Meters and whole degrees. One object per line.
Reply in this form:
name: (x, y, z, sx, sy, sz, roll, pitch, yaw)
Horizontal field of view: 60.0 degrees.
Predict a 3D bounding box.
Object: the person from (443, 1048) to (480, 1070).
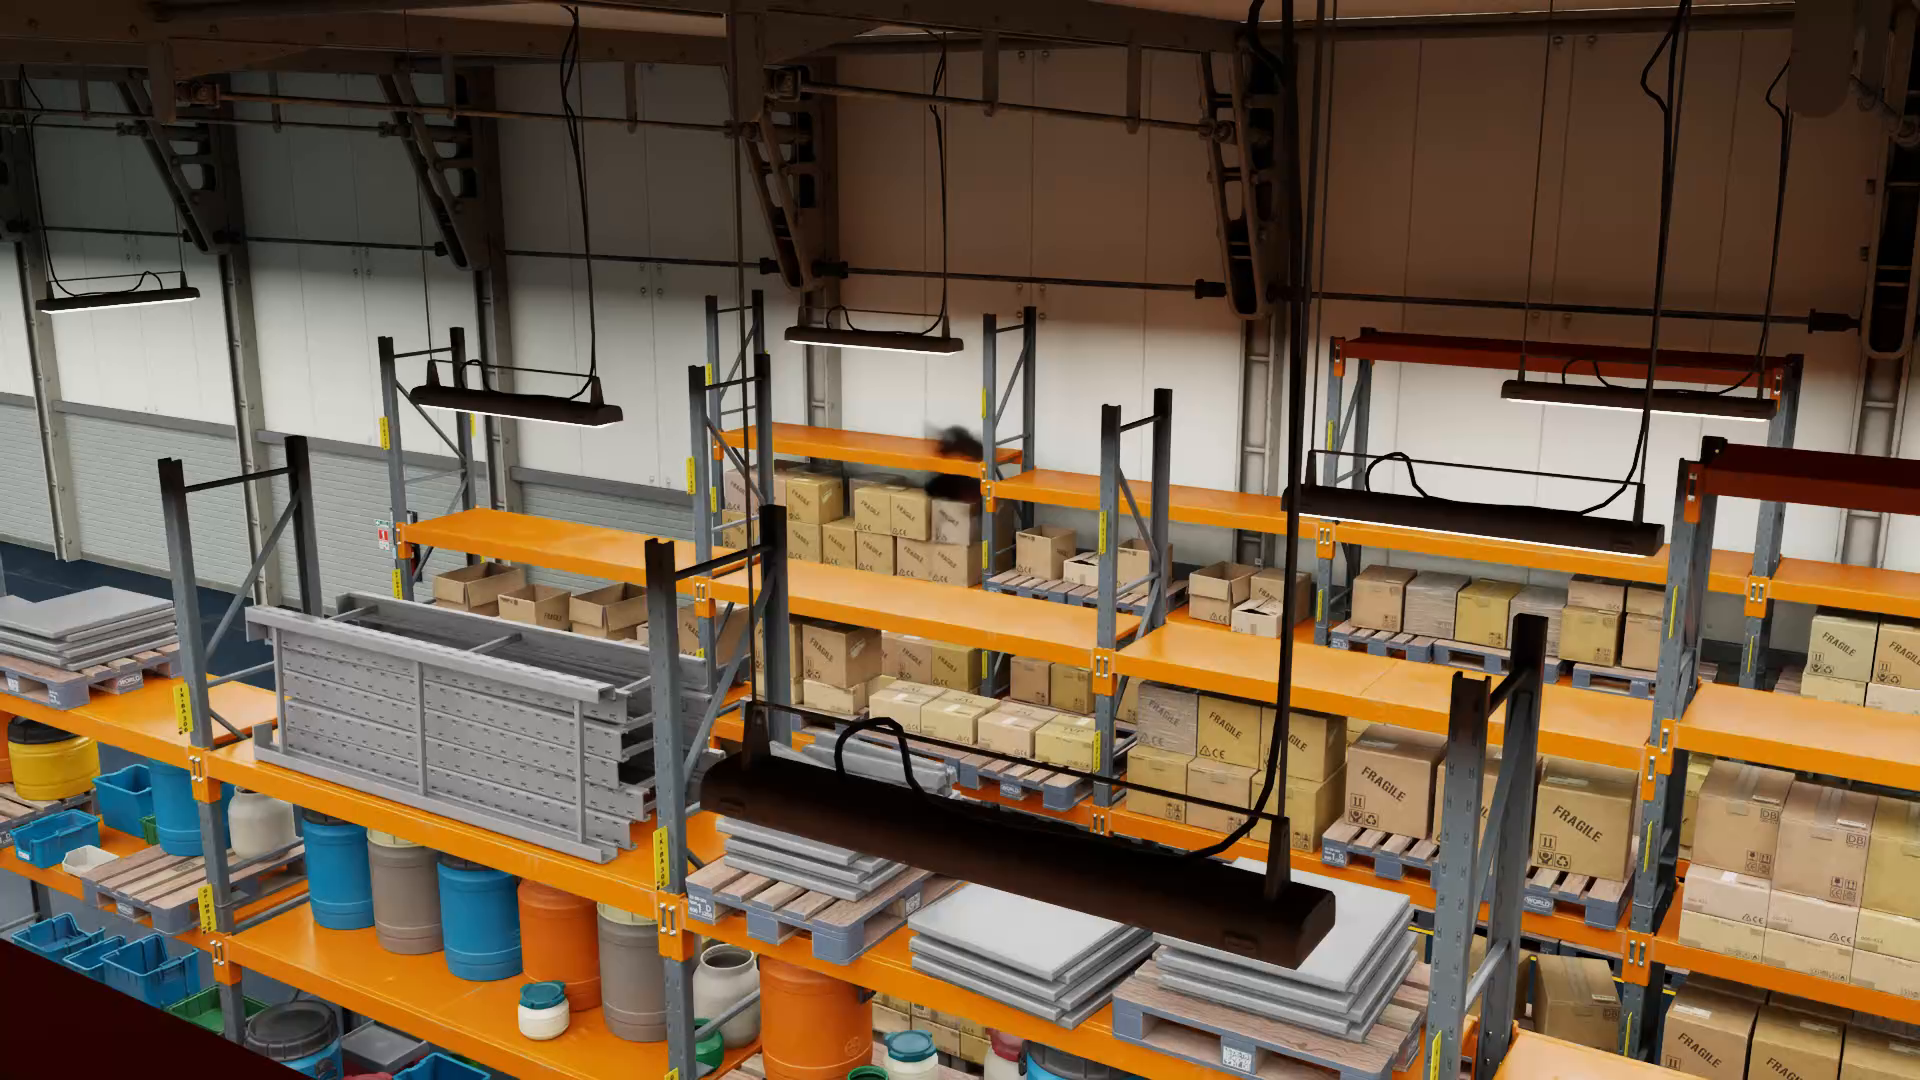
person: (-3.901, 4.045, 13.192, 0.802, 1.849, 0.619, 9, 17, 34)
